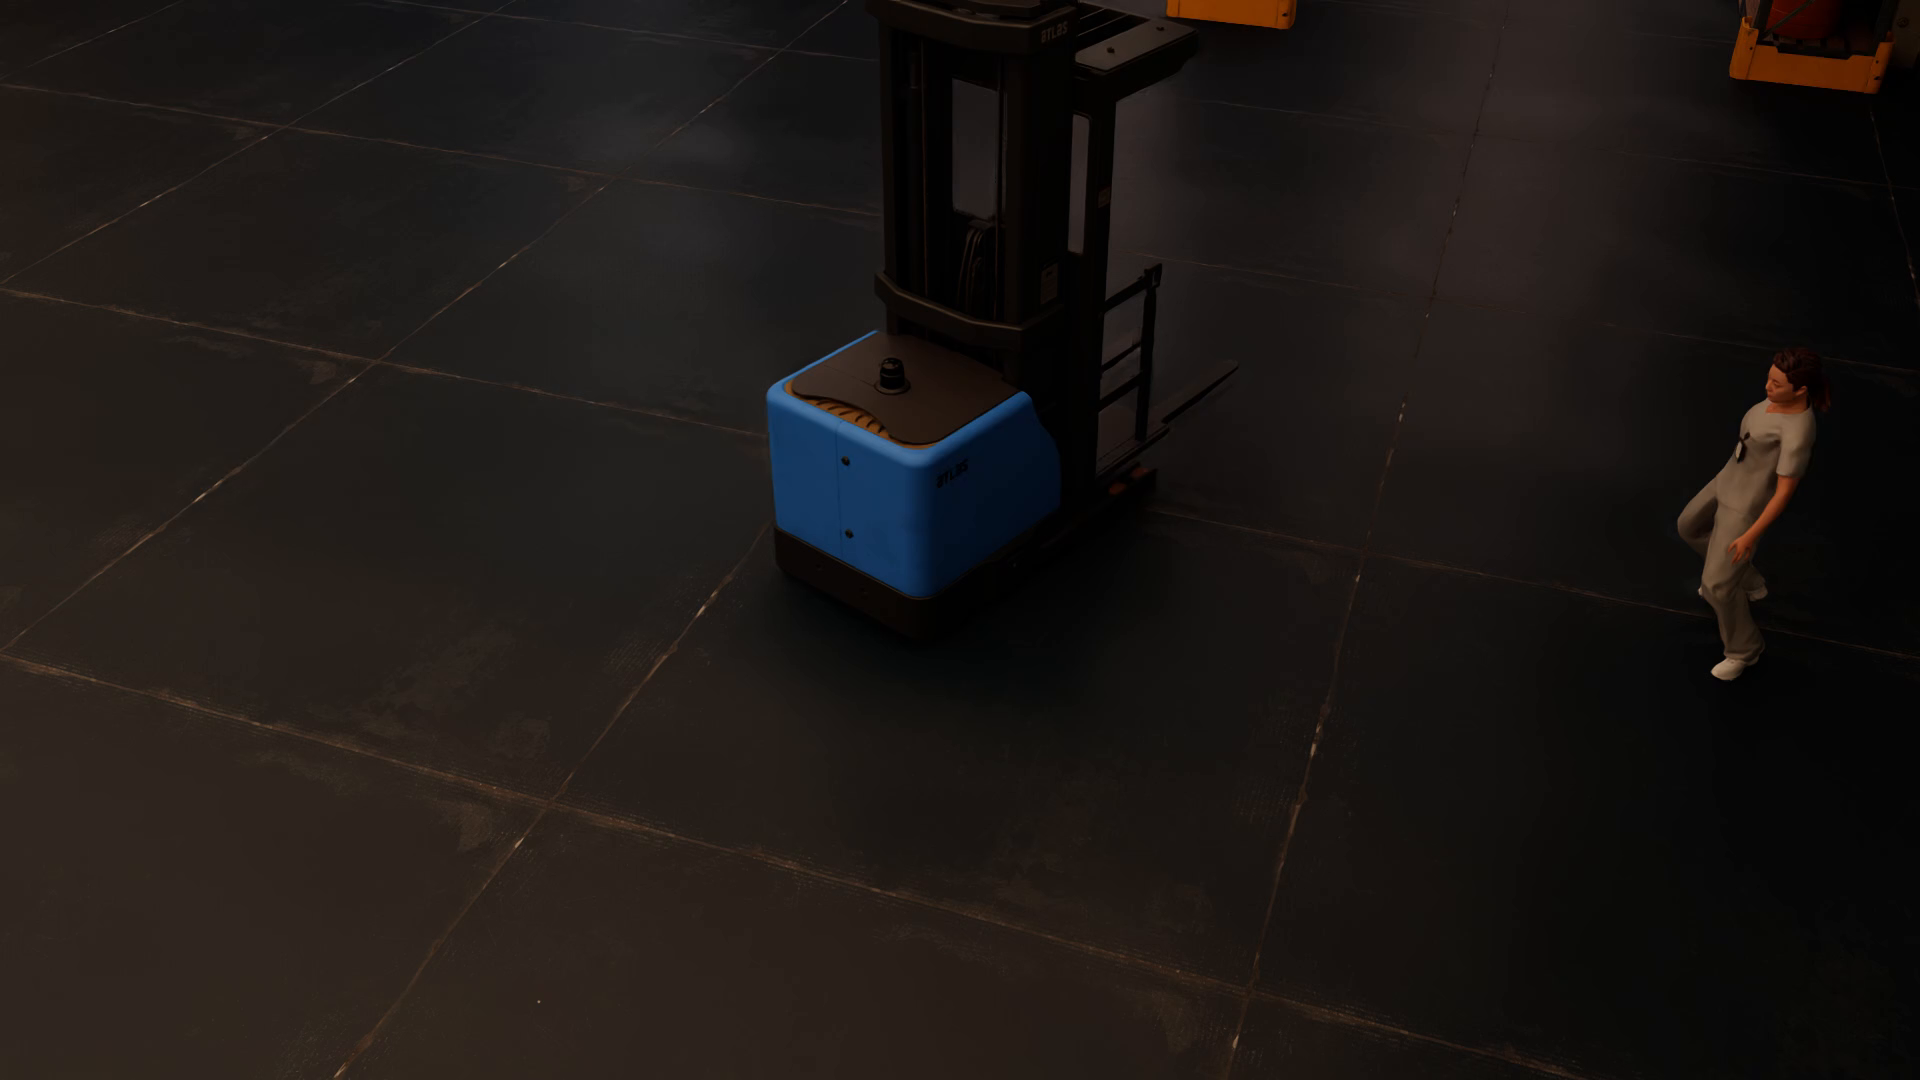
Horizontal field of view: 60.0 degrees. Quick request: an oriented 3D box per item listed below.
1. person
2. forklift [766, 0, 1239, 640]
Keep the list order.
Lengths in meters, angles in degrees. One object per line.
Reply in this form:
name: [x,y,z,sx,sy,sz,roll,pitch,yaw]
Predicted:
person: [3.619,-0.212,7.581,0.490,1.590,0.790,10,36,13]
forklift: [0.404,-1.505,8.234,1.130,2.935,3.031,26,43,32]
